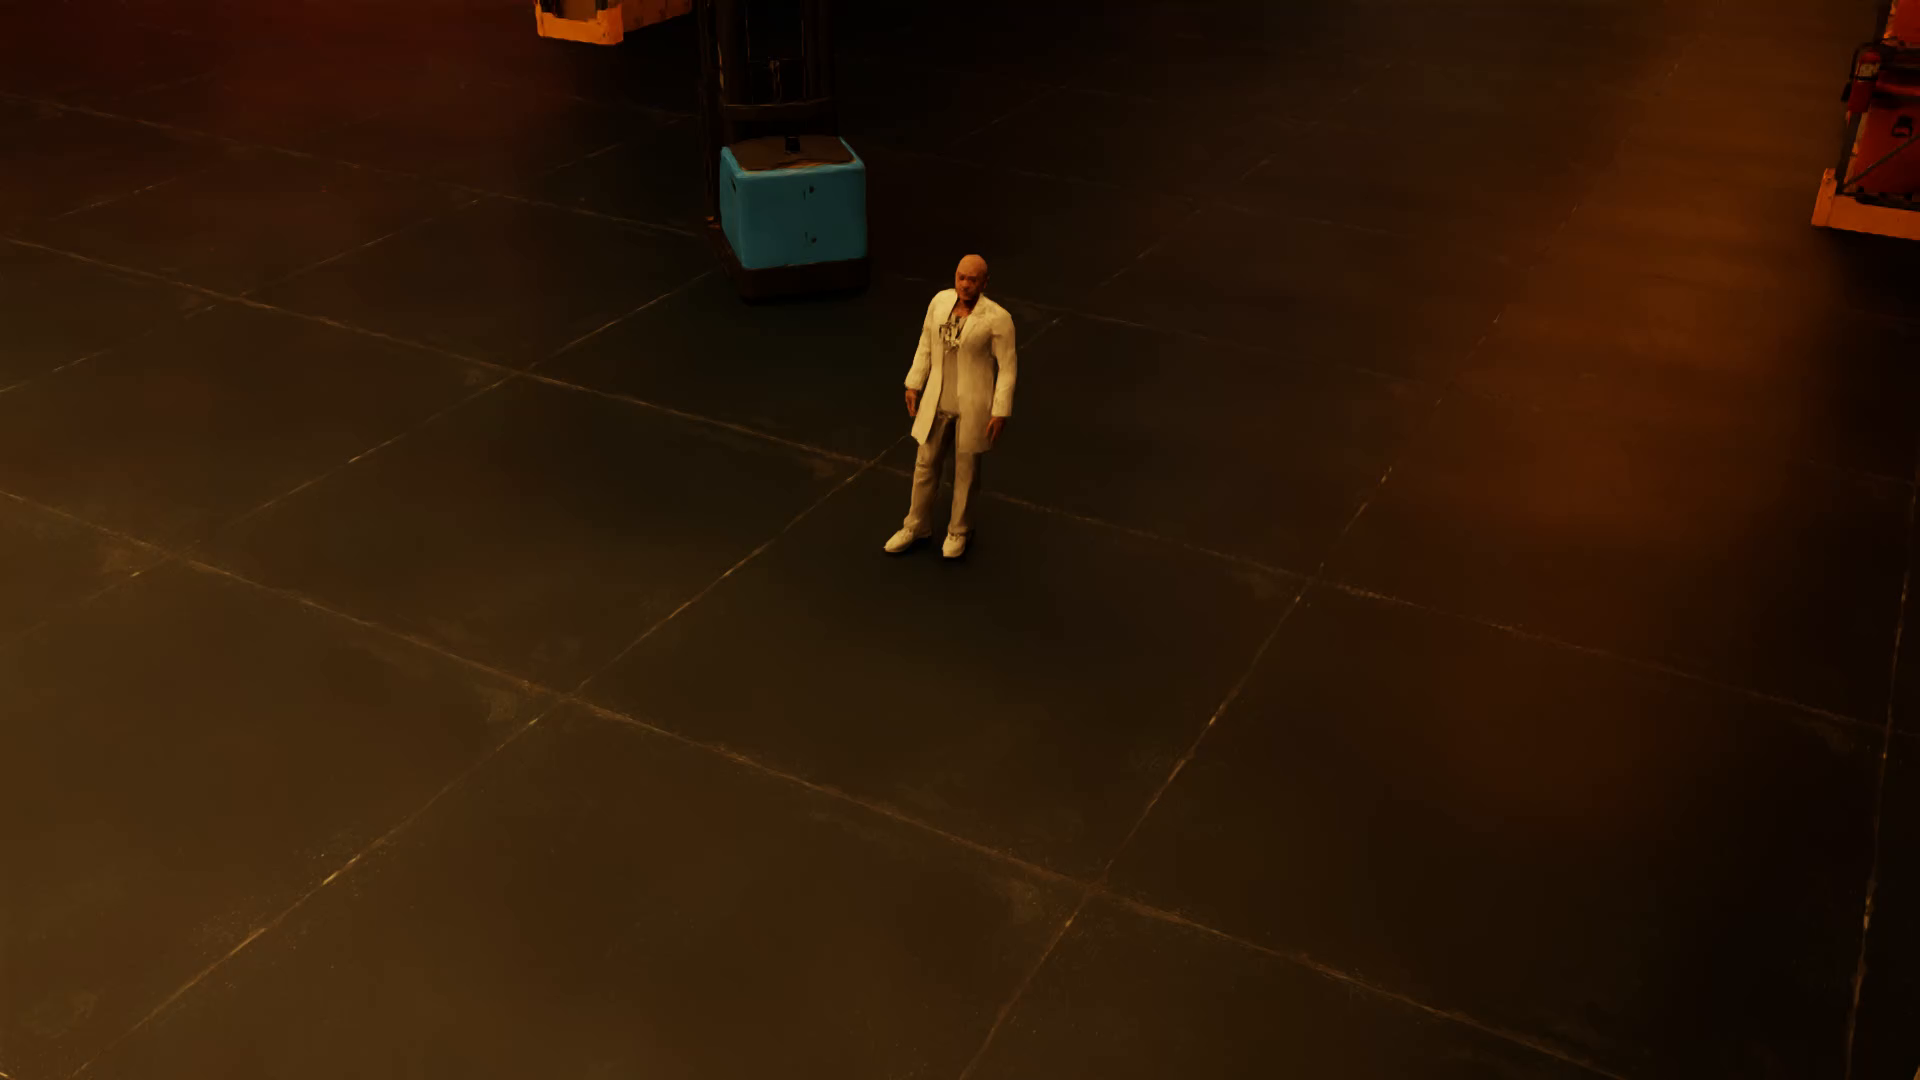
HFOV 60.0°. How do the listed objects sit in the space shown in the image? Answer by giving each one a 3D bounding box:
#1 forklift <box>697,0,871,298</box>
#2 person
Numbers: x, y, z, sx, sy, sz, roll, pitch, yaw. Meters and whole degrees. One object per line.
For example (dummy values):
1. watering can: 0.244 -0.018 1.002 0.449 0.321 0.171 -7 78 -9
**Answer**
1. forklift: -1.637 -3.916 13.855 1.130 2.935 3.031 -9 31 -14
2. person: -0.048 -0.738 9.488 0.694 1.776 0.579 15 33 25
